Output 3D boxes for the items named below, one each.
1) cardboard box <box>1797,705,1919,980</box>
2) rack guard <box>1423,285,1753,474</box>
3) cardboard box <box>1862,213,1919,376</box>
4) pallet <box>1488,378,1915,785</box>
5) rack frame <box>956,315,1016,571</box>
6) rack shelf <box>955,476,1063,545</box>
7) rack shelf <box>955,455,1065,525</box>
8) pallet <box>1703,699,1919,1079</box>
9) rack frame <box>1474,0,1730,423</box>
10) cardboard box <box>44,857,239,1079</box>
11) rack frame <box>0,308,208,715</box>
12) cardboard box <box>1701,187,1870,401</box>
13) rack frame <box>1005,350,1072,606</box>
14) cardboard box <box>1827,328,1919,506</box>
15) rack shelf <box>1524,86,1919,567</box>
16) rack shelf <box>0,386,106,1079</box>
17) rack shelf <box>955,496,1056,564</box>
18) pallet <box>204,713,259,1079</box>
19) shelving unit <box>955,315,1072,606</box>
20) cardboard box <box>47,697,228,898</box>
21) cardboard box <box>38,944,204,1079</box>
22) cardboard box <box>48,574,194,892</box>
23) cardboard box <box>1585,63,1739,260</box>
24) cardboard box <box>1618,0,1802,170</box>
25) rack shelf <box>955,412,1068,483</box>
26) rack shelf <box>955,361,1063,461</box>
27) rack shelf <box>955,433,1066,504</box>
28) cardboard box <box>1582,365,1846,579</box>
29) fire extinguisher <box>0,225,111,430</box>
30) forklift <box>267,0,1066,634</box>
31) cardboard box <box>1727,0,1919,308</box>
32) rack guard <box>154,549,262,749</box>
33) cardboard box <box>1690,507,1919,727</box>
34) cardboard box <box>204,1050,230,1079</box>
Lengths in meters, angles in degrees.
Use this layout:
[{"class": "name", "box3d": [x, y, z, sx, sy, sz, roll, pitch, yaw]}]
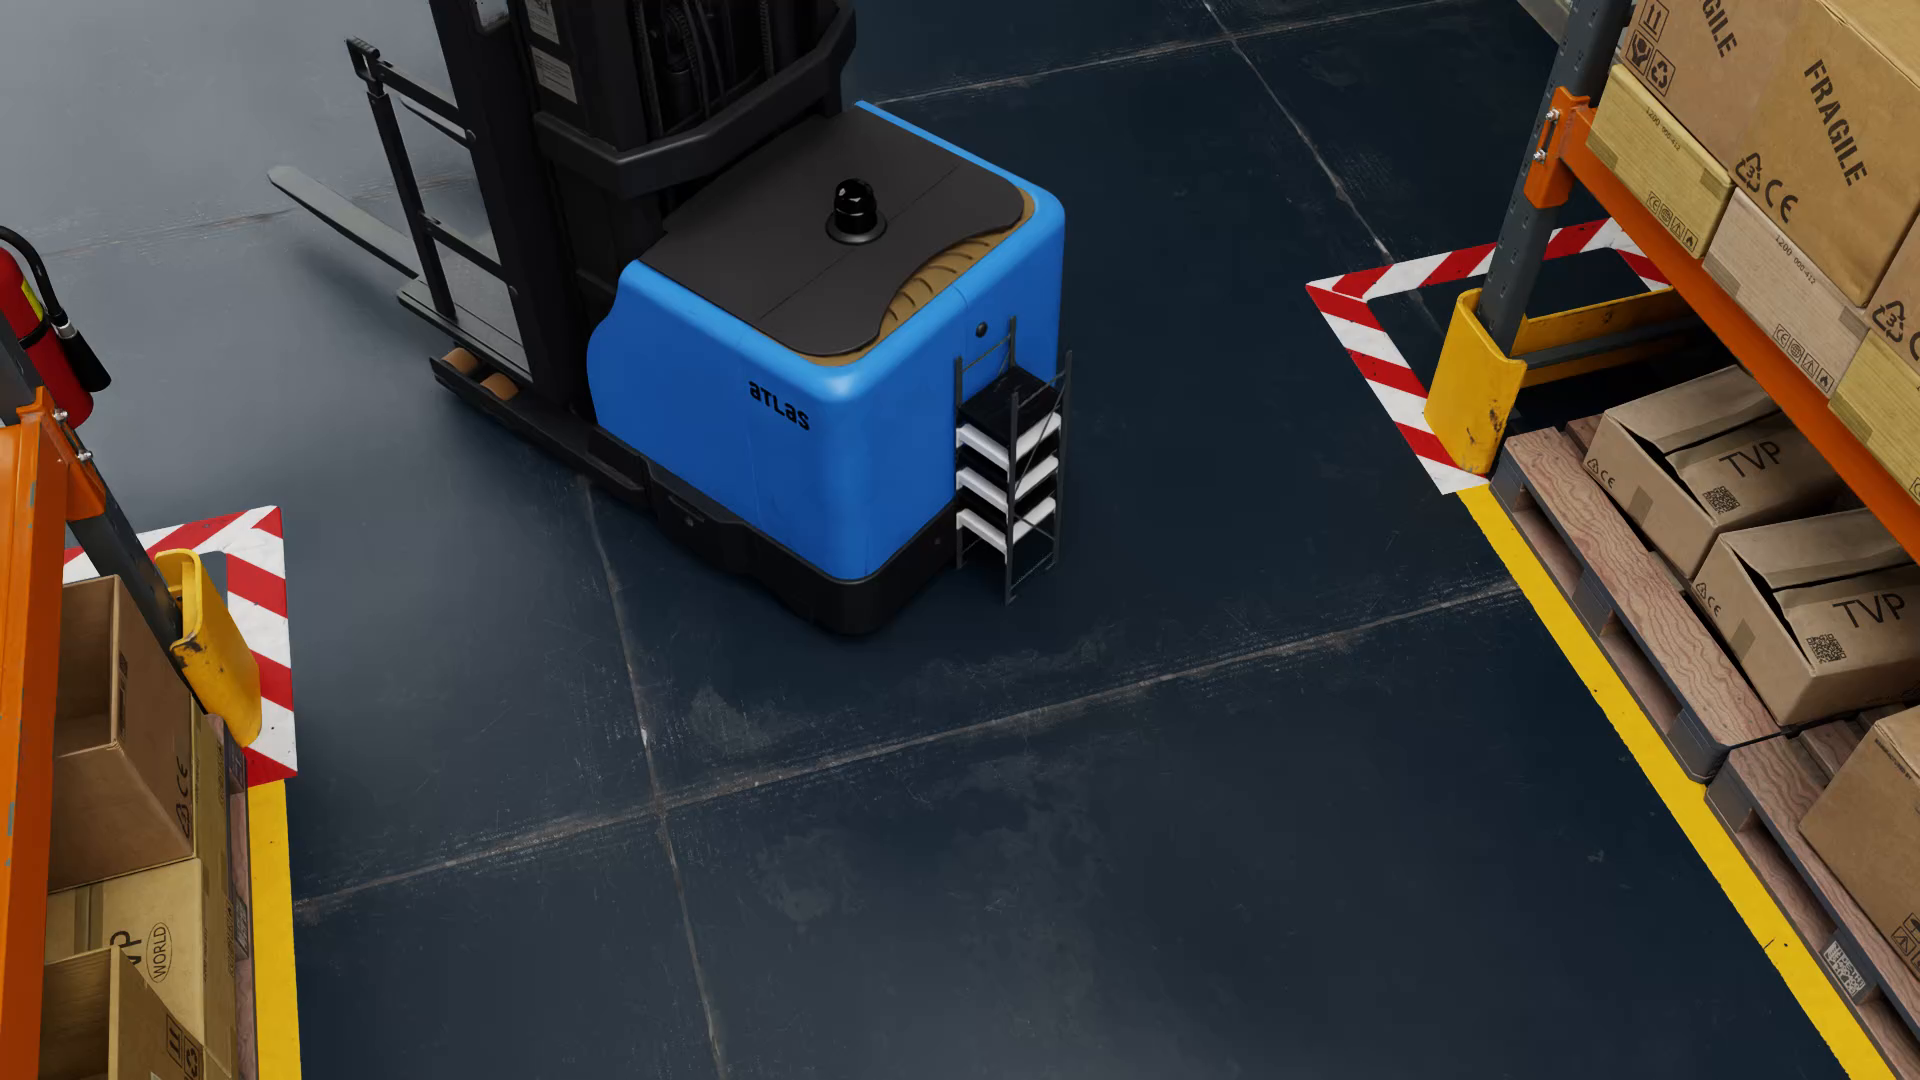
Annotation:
[{"class": "cardboard box", "box3d": [2.589, 0.672, 4.069, 0.700, 0.500, 0.500, -16, 52, -13]}, {"class": "rack guard", "box3d": [2.155, -0.620, 5.446, 1.175, 0.500, 0.348, -13, 51, -11]}, {"class": "cardboard box", "box3d": [2.270, -0.523, 3.323, 0.500, 0.500, 0.500, -15, 51, -12]}, {"class": "pallet", "box3d": [2.362, 0.074, 5.049, 1.003, 0.211, 1.213, -13, 51, -11]}, {"class": "rack frame", "box3d": [0.072, -0.264, 4.884, 0.006, 0.900, 0.240, 36, 58, 26]}, {"class": "rack shelf", "box3d": [0.146, -0.131, 4.933, 0.200, 0.077, 0.258, 36, 58, 26]}, {"class": "rack shelf", "box3d": [0.146, -0.189, 4.864, 0.200, 0.077, 0.258, 36, 58, 26]}, {"class": "pallet", "box3d": [2.719, 0.964, 4.300, 1.003, 0.211, 1.213, -13, 51, -11]}, {"class": "rack frame", "box3d": [2.133, -1.481, 4.537, 1.000, 3.000, 0.127, -13, 51, -11]}, {"class": "cardboard box", "box3d": [-1.998, 1.080, 3.902, 0.500, 0.250, 0.500, -13, 51, -11]}, {"class": "rack frame", "box3d": [-2.598, -0.359, 3.590, 1.000, 3.000, 0.127, -13, 51, -11]}, {"class": "cardboard box", "box3d": [2.141, -0.635, 3.909, 0.500, 0.250, 0.500, -15, 51, -12]}, {"class": "rack frame", "box3d": [0.221, -0.158, 4.794, 0.006, 0.900, 0.240, 36, 58, 26]}, {"class": "cardboard box", "box3d": [2.286, -0.262, 3.594, 0.500, 0.250, 0.500, -14, 51, -12]}, {"class": "rack shelf", "box3d": [2.724, 0.211, 3.581, 1.077, 0.370, 4.000, -13, 51, -11]}, {"class": "rack shelf", "box3d": [-2.007, 1.334, 2.634, 1.077, 0.370, 4.000, -13, 51, -11]}, {"class": "rack shelf", "box3d": [0.146, -0.073, 5.002, 0.200, 0.077, 0.258, 36, 58, 26]}, {"class": "pallet", "box3d": [-2.332, 1.089, 4.194, 1.003, 0.211, 1.213, -13, 51, -11]}, {"class": "shelving unit", "box3d": [0.146, -0.211, 4.839, 0.210, 0.900, 0.258, 36, 58, 26]}, {"class": "cardboard box", "box3d": [-2.157, 0.717, 4.207, 0.500, 0.250, 0.500, -13, 51, -11]}, {"class": "cardboard box", "box3d": [-1.846, 1.202, 3.308, 0.500, 0.500, 0.500, -13, 51, -11]}, {"class": "cardboard box", "box3d": [-2.155, 0.475, 3.921, 0.500, 0.500, 0.500, -13, 51, -11]}, {"class": "cardboard box", "box3d": [1.974, -1.011, 4.226, 0.500, 0.250, 0.500, -15, 51, -12]}, {"class": "cardboard box", "box3d": [1.987, -1.265, 3.949, 0.500, 0.500, 0.500, -13, 51, -11]}, {"class": "rack shelf", "box3d": [0.146, -0.305, 4.727, 0.200, 0.077, 0.258, 36, 58, 26]}, {"class": "rack shelf", "box3d": [0.146, -0.363, 4.658, 0.200, 0.077, 0.258, 36, 58, 26]}, {"class": "rack shelf", "box3d": [0.146, -0.247, 4.796, 0.200, 0.077, 0.258, 36, 58, 26]}, {"class": "cardboard box", "box3d": [2.251, -0.231, 4.954, 0.500, 0.311, 0.500, -19, 52, -15]}, {"class": "fire extinguisher", "box3d": [-2.189, -0.525, 3.781, 0.296, 0.674, 0.183, -13, 51, -11]}, {"class": "forklift", "box3d": [-1.153, -1.622, 4.700, 3.031, 2.935, 1.130, 32, 57, 24]}, {"class": "cardboard box", "box3d": [2.124, -0.901, 3.643, 0.500, 0.500, 0.500, -13, 51, -11]}, {"class": "rack guard", "box3d": [-2.605, 0.429, 4.561, 1.175, 0.500, 0.348, -13, 51, -11]}, {"class": "cardboard box", "box3d": [2.420, 0.185, 4.603, 0.500, 0.311, 0.500, -10, 51, -8]}, {"class": "cardboard box", "box3d": [-1.848, 1.444, 3.594, 0.500, 0.250, 0.500, -13, 51, -11]}]
